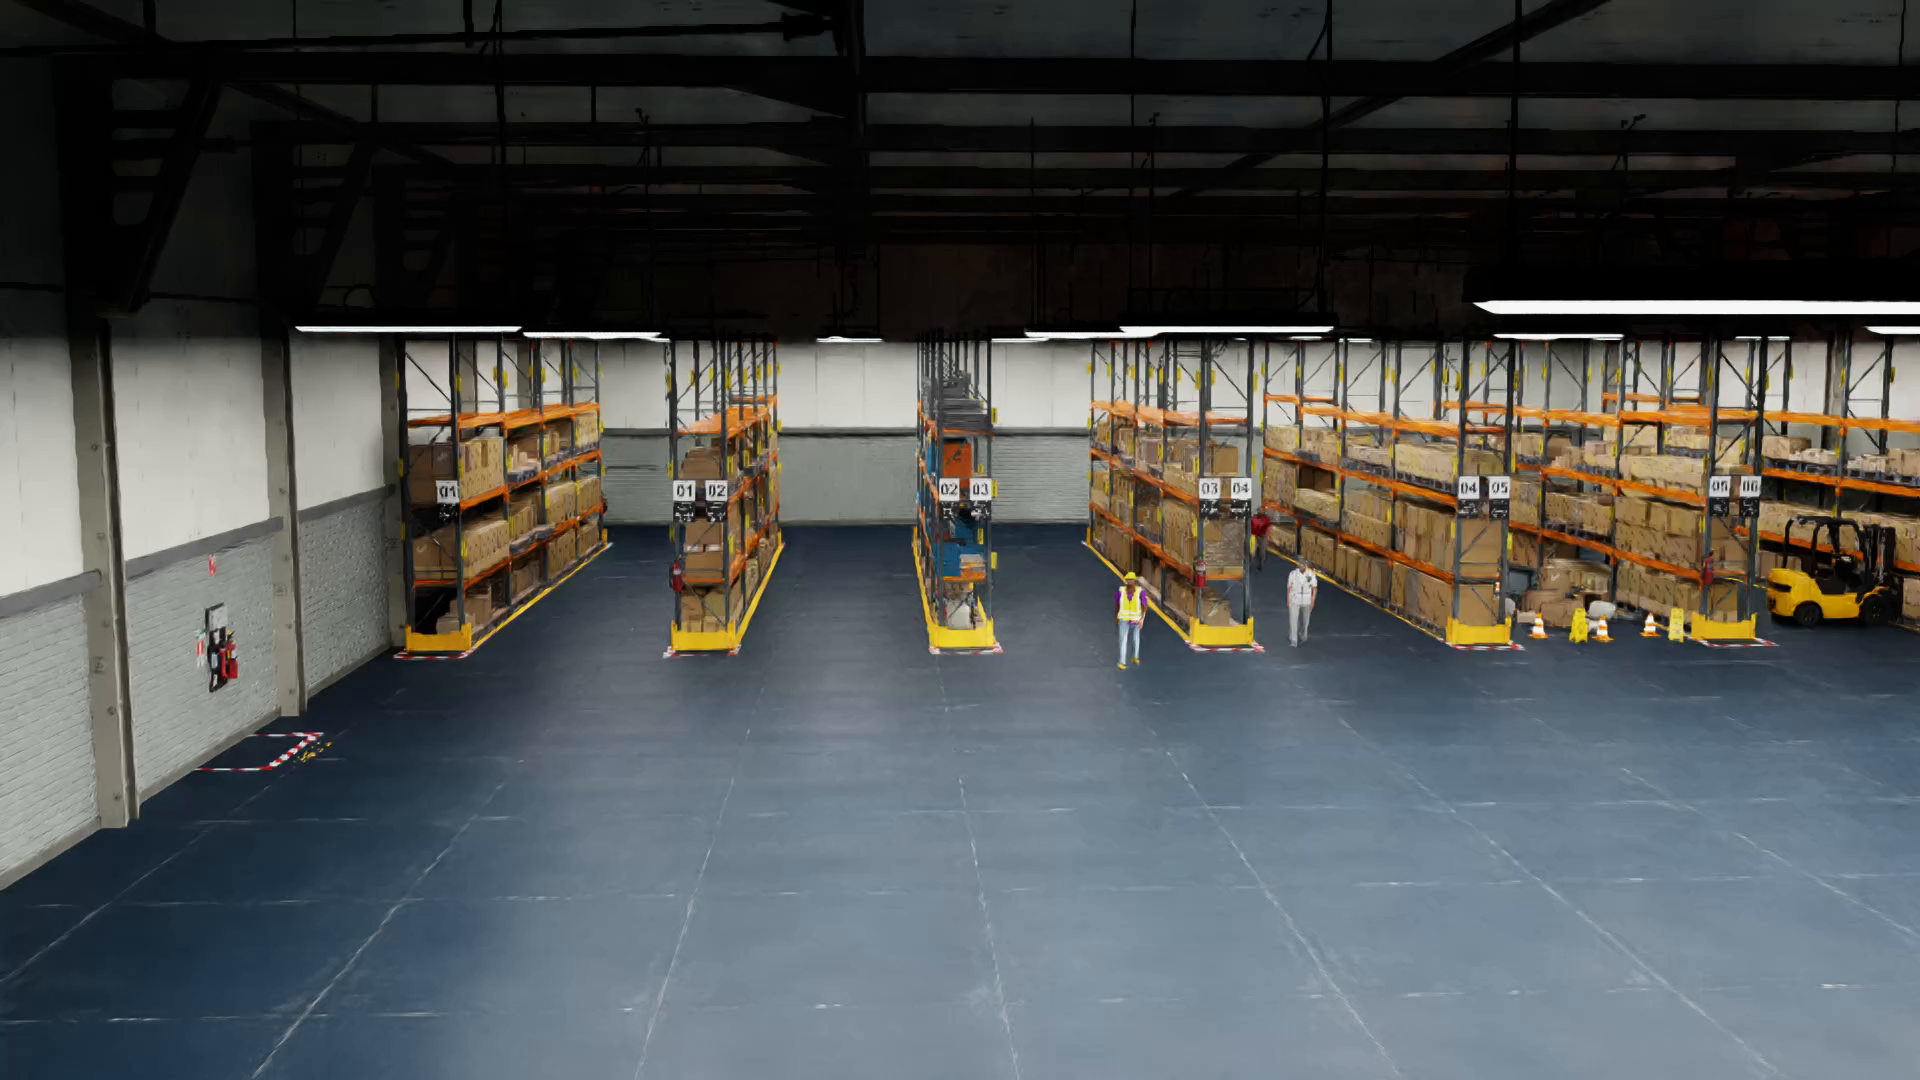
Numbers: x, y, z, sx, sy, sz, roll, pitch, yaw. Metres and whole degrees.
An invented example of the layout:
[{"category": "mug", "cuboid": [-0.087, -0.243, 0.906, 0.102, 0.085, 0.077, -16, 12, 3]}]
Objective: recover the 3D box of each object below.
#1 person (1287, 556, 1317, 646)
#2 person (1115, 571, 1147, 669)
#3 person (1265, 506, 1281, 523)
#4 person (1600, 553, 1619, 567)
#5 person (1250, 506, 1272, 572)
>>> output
[{"category": "person", "cuboid": [6.497, 1.143, 31.591, 0.534, 1.701, 1.032, 1, 7, 5]}, {"category": "person", "cuboid": [3.027, 1.399, 29.470, 0.570, 1.708, 1.041, 1, 7, 6]}, {"category": "person", "cuboid": [9.382, -0.989, 49.363, 0.487, 1.778, 0.621, -6, 9, -40]}, {"category": "person", "cuboid": [16.616, -0.095, 42.569, 0.527, 1.592, 0.521, 3, 7, 26]}, {"category": "person", "cuboid": [7.493, -0.029, 41.821, 0.683, 1.675, 0.518, -1, 7, -4]}]
